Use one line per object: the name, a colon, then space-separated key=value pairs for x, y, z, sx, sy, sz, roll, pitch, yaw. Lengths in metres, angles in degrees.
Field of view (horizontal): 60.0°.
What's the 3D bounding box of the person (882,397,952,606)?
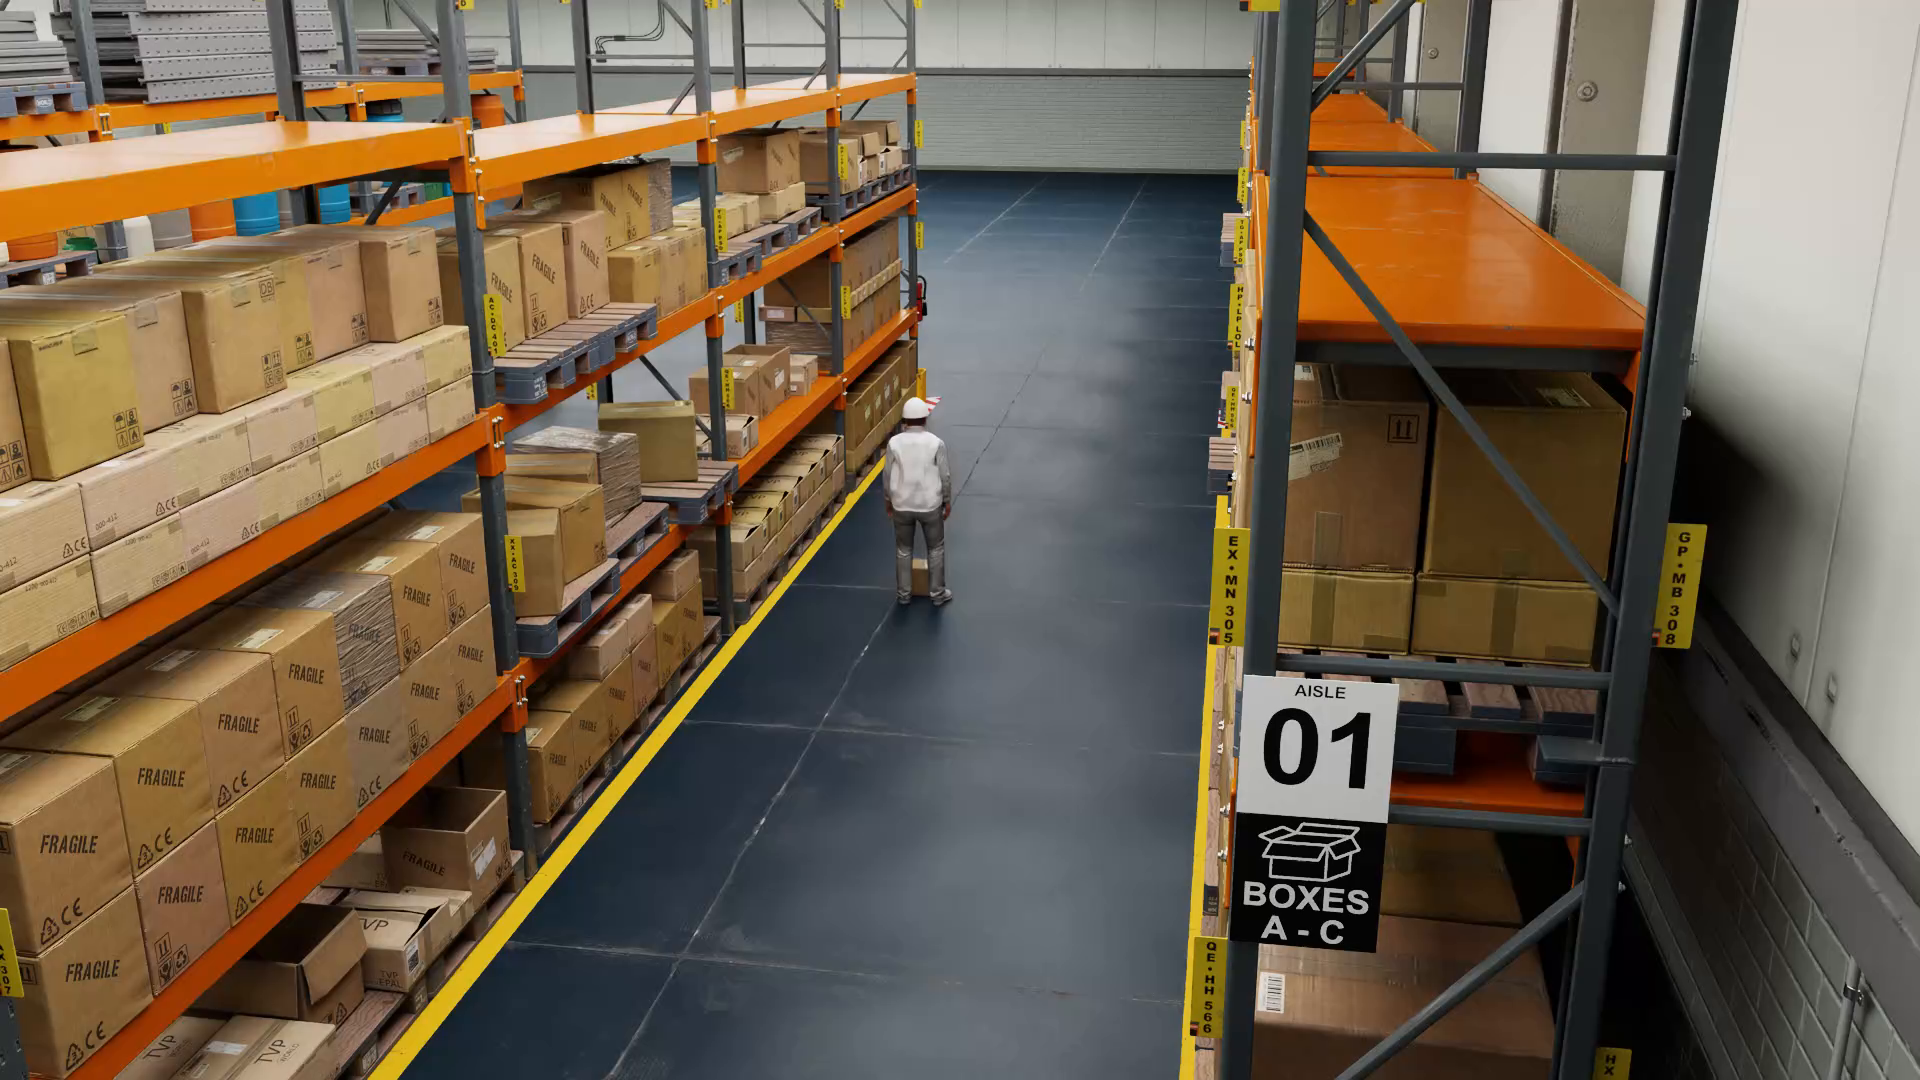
person: x=-0.358 y=-0.318 z=14.003 sx=0.576 sy=1.770 sz=0.463 roll=2 pitch=18 yaw=7
